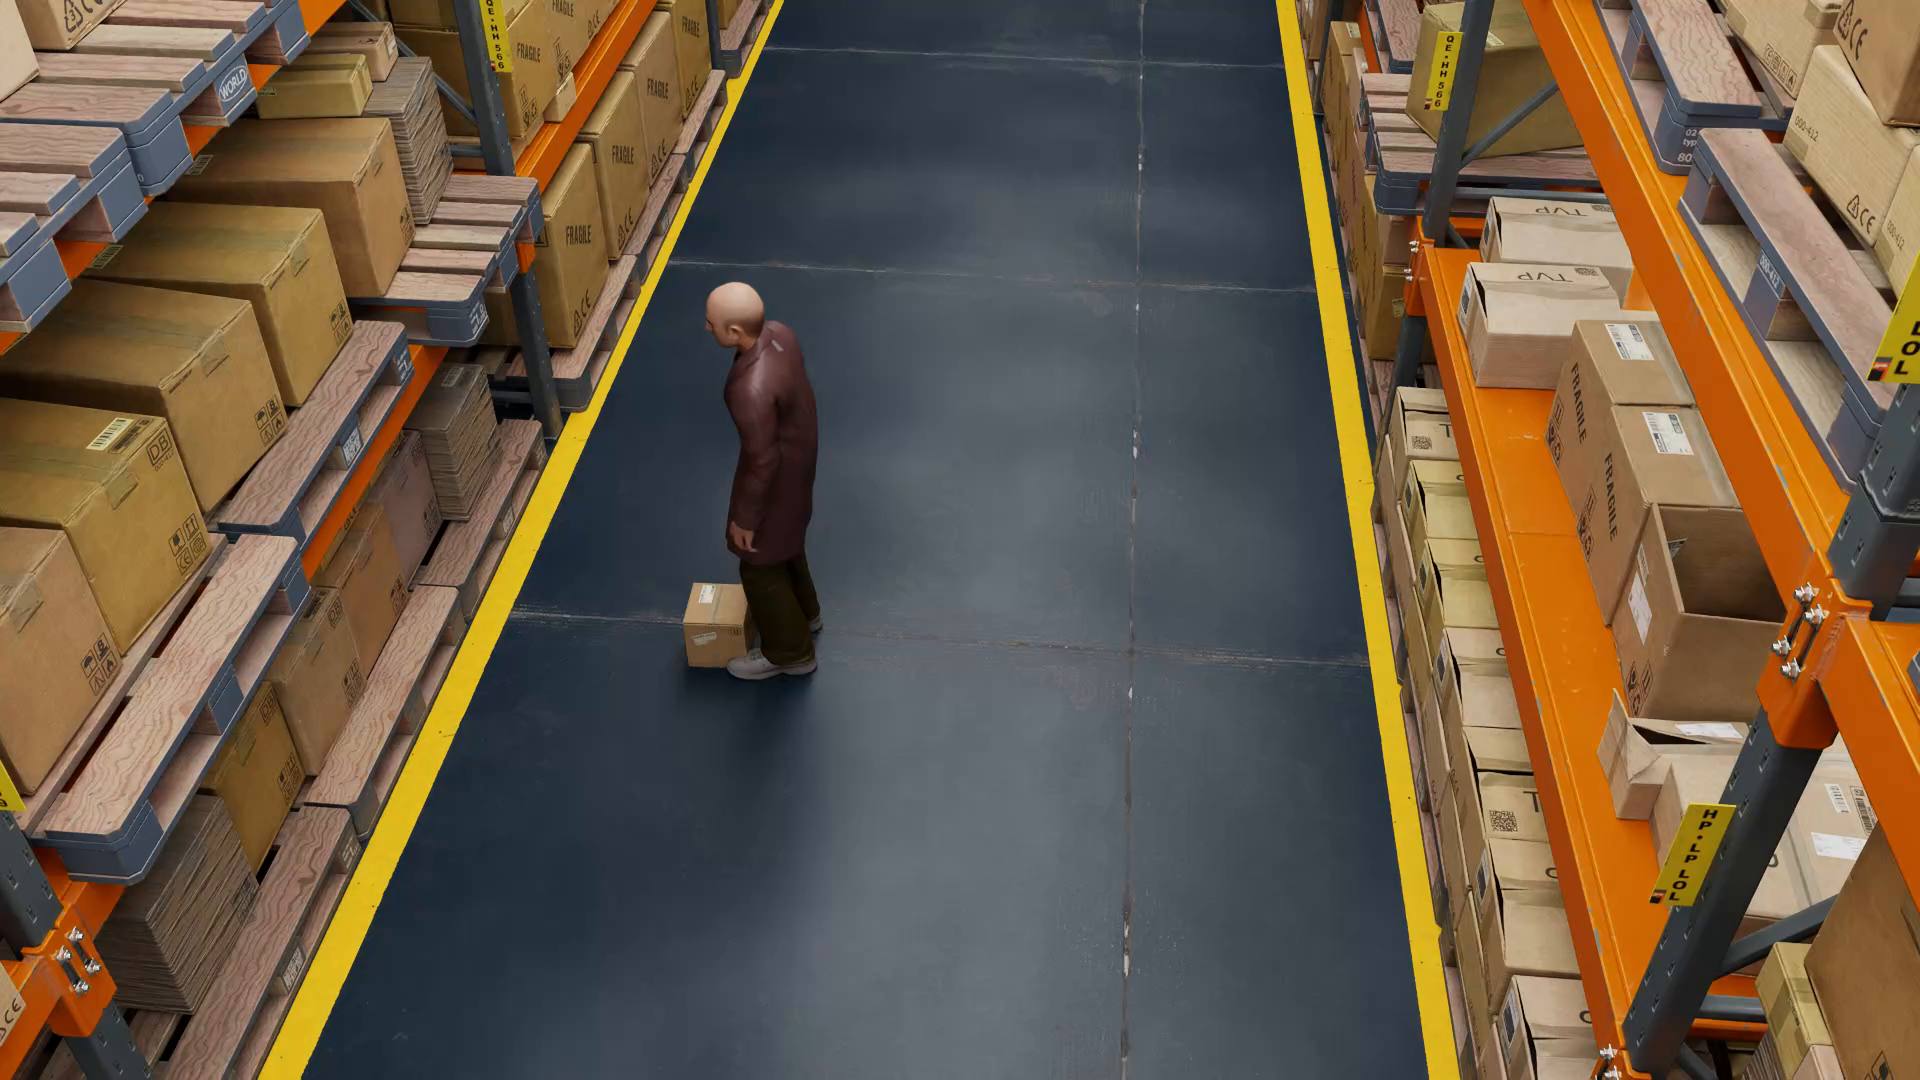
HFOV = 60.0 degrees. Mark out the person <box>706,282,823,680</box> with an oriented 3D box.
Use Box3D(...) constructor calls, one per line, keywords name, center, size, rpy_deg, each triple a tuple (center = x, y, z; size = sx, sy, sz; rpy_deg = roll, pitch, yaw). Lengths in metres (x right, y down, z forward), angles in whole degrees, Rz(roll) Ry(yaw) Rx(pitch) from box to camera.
Box3D(name="person", center=(-0.752, -0.223, 6.438), size=(0.426, 1.774, 0.644), rpy_deg=(3, 40, 4))
